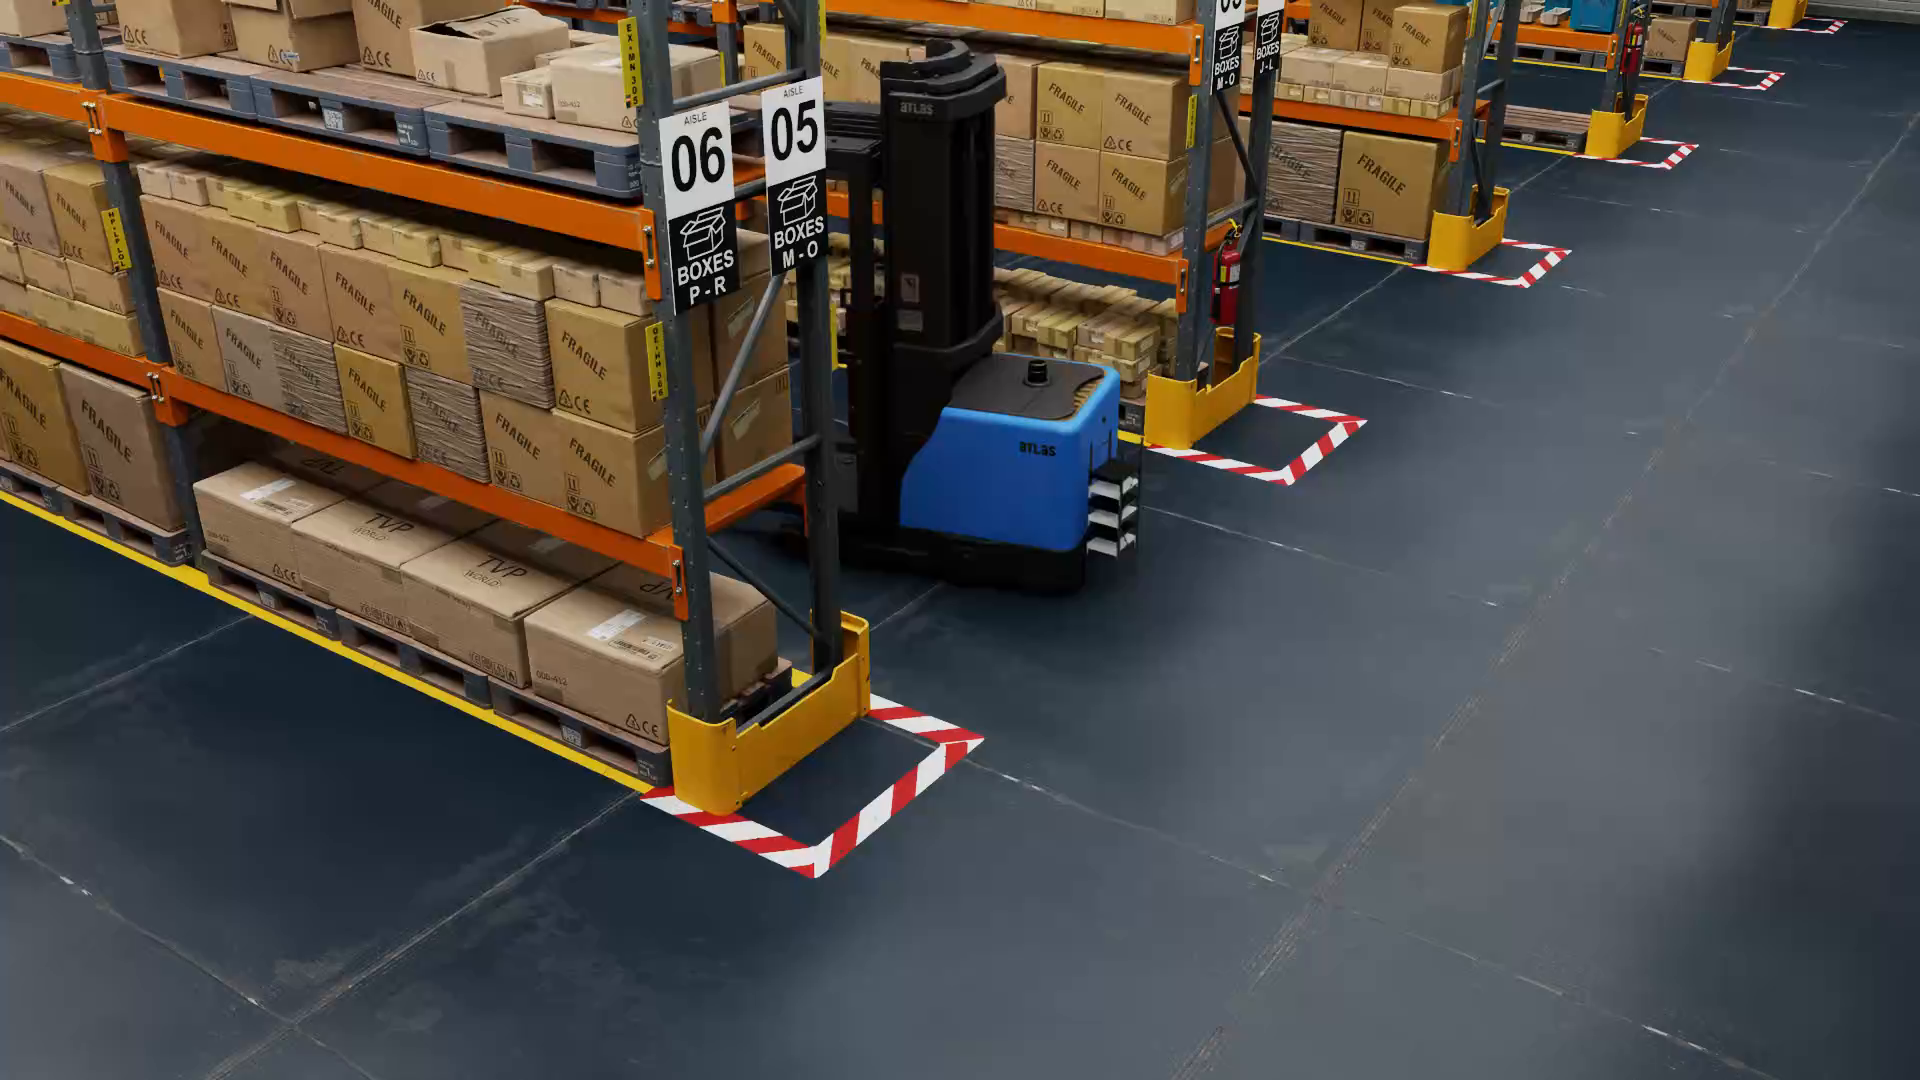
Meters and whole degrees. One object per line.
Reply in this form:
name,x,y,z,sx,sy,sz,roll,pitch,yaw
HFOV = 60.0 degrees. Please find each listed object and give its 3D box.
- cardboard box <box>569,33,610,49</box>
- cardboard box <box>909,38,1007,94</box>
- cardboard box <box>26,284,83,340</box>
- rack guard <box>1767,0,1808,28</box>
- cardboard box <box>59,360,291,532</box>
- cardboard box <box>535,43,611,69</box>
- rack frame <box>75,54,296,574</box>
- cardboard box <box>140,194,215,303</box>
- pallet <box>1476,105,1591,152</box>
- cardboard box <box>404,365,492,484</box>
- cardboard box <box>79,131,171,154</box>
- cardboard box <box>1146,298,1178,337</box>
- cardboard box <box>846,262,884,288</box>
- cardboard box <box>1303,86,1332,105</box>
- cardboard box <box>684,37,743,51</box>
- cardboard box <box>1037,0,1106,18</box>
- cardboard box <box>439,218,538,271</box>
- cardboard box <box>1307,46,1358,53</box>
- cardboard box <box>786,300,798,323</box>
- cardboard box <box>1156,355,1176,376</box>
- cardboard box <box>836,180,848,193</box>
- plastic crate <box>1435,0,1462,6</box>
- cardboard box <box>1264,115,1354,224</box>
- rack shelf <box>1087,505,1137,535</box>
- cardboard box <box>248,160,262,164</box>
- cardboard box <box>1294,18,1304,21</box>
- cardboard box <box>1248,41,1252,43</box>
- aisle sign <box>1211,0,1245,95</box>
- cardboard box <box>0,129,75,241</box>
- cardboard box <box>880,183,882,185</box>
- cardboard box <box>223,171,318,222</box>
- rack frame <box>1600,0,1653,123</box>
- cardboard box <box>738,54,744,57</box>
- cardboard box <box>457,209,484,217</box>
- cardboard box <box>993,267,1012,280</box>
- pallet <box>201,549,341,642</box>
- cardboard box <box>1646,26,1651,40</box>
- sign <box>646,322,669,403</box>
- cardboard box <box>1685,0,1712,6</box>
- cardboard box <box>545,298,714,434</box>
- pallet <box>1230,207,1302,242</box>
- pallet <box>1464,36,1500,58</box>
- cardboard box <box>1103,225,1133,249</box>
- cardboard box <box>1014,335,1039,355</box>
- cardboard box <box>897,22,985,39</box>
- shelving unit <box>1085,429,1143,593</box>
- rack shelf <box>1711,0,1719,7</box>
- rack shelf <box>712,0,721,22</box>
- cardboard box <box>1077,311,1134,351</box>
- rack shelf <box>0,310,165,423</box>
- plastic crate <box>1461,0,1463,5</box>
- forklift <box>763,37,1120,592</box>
cardboard box,-3.297,-4.362,14.673,0.250,0.149,0.380,17,32,30
cardboard box,-0.013,-3.228,11.745,0.500,0.500,0.500,16,31,29
cardboard box,-5.154,-1.422,9.902,0.500,0.250,0.500,17,31,30
rack guard,13.119,-8.450,26.302,0.348,0.500,1.175,17,32,30
cardboard box,-4.778,-0.706,10.210,0.875,0.875,0.875,18,32,32
cardboard box,-1.691,-2.131,7.527,0.250,0.149,0.380,19,32,32
rack frame,-4.222,-1.337,9.569,0.127,3.000,1.000,17,32,30
cardboard box,-3.967,-1.614,8.901,0.500,0.500,0.500,18,32,31
pallet,6.832,-4.850,19.547,1.213,0.211,1.003,17,32,30
cardboard box,-2.307,-0.642,8.094,0.500,0.500,0.500,18,32,32
cardboard box,-4.857,-2.167,9.989,0.500,0.500,0.500,17,32,30
cardboard box,1.555,-1.629,12.169,0.250,0.149,0.380,16,31,28
cardboard box,-0.678,-2.031,12.958,0.250,0.149,0.380,16,31,29
cardboard box,3.363,-4.132,15.340,0.250,0.149,0.380,17,31,29
cardboard box,-2.921,-5.778,19.741,0.500,0.250,0.500,22,34,36
cardboard box,0.845,-3.602,10.879,0.500,0.250,0.500,17,32,30
cardboard box,-2.177,-1.371,7.708,0.250,0.149,0.380,17,32,30
cardboard box,3.599,-4.566,15.752,0.500,0.250,0.500,16,31,29
cardboard box,-1.165,-1.848,13.254,0.250,0.149,0.380,18,32,32
cardboard box,1.544,-1.357,12.289,0.250,0.149,0.380,18,32,31
cardboard box,-0.729,-2.747,12.617,0.250,0.149,0.380,16,31,28
plastic crate,5.652,-6.250,19.342,0.300,0.233,0.416,17,32,30
cardboard box,3.363,-3.623,15.941,0.875,0.875,0.875,17,32,30
rack shelf,0.885,-0.134,9.595,0.200,0.077,0.258,17,32,30
cardboard box,-3.632,-2.047,9.038,0.250,0.149,0.380,18,32,32
cardboard box,5.195,-8.234,25.394,0.500,0.500,0.500,16,31,29
cardboard box,2.465,-4.628,15.874,0.500,0.250,0.500,18,32,32
aisle sign,1.685,-3.214,10.391,0.004,0.787,0.394,17,32,30
cardboard box,-5.570,-2.115,9.886,0.500,0.500,0.500,18,32,32
cardboard box,-0.430,-2.902,12.206,0.500,0.500,0.500,17,31,29
cardboard box,-3.484,-1.741,8.437,0.250,0.149,0.380,17,32,30
rack frame,7.490,-5.866,18.469,0.127,3.000,1.000,17,32,30
cardboard box,-2.010,-3.963,13.887,0.250,0.149,0.380,18,32,31
cardboard box,-2.315,-1.697,8.350,0.250,0.149,0.380,16,31,29
cardboard box,0.198,-1.989,12.875,0.250,0.149,0.380,17,32,30
pallet,-3.639,0.131,9.760,1.213,0.211,1.003,17,32,30
cardboard box,9.598,-7.062,23.365,0.500,0.250,0.500,17,32,30
sign,-1.243,-0.732,6.843,0.005,0.325,0.100,17,32,30
cardboard box,12.053,-8.914,26.751,0.500,0.500,0.700,17,32,30
cardboard box,-1.457,-0.834,7.370,0.500,0.500,0.500,18,32,32
pallet,2.981,-3.261,16.425,1.213,0.211,1.003,17,32,30
pallet,7.566,-7.325,24.410,1.213,0.211,1.003,17,32,30
cardboard box,1.182,-2.130,11.405,0.250,0.149,0.380,17,32,30
cardboard box,0.605,-1.504,12.251,0.250,0.149,0.380,17,31,30
cardboard box,-0.119,-3.549,12.375,0.500,0.500,0.500,18,32,32
shelving unit,0.885,-0.164,9.580,0.210,0.900,0.258,17,32,30
rack shelf,8.649,-7.910,23.279,4.000,0.370,1.077,17,32,30
rack shelf,-3.151,-4.743,13.748,4.000,0.370,1.077,17,32,30
cardboard box,1.040,-1.495,11.904,0.250,0.149,0.380,18,32,31
rack shelf,-5.871,-1.529,10.741,4.000,0.370,1.077,17,32,30
plastic crate,5.799,-6.468,19.876,0.466,0.136,0.293,17,32,30
forklift,-0.604,-1.405,9.779,3.031,2.935,1.130,9,28,18
